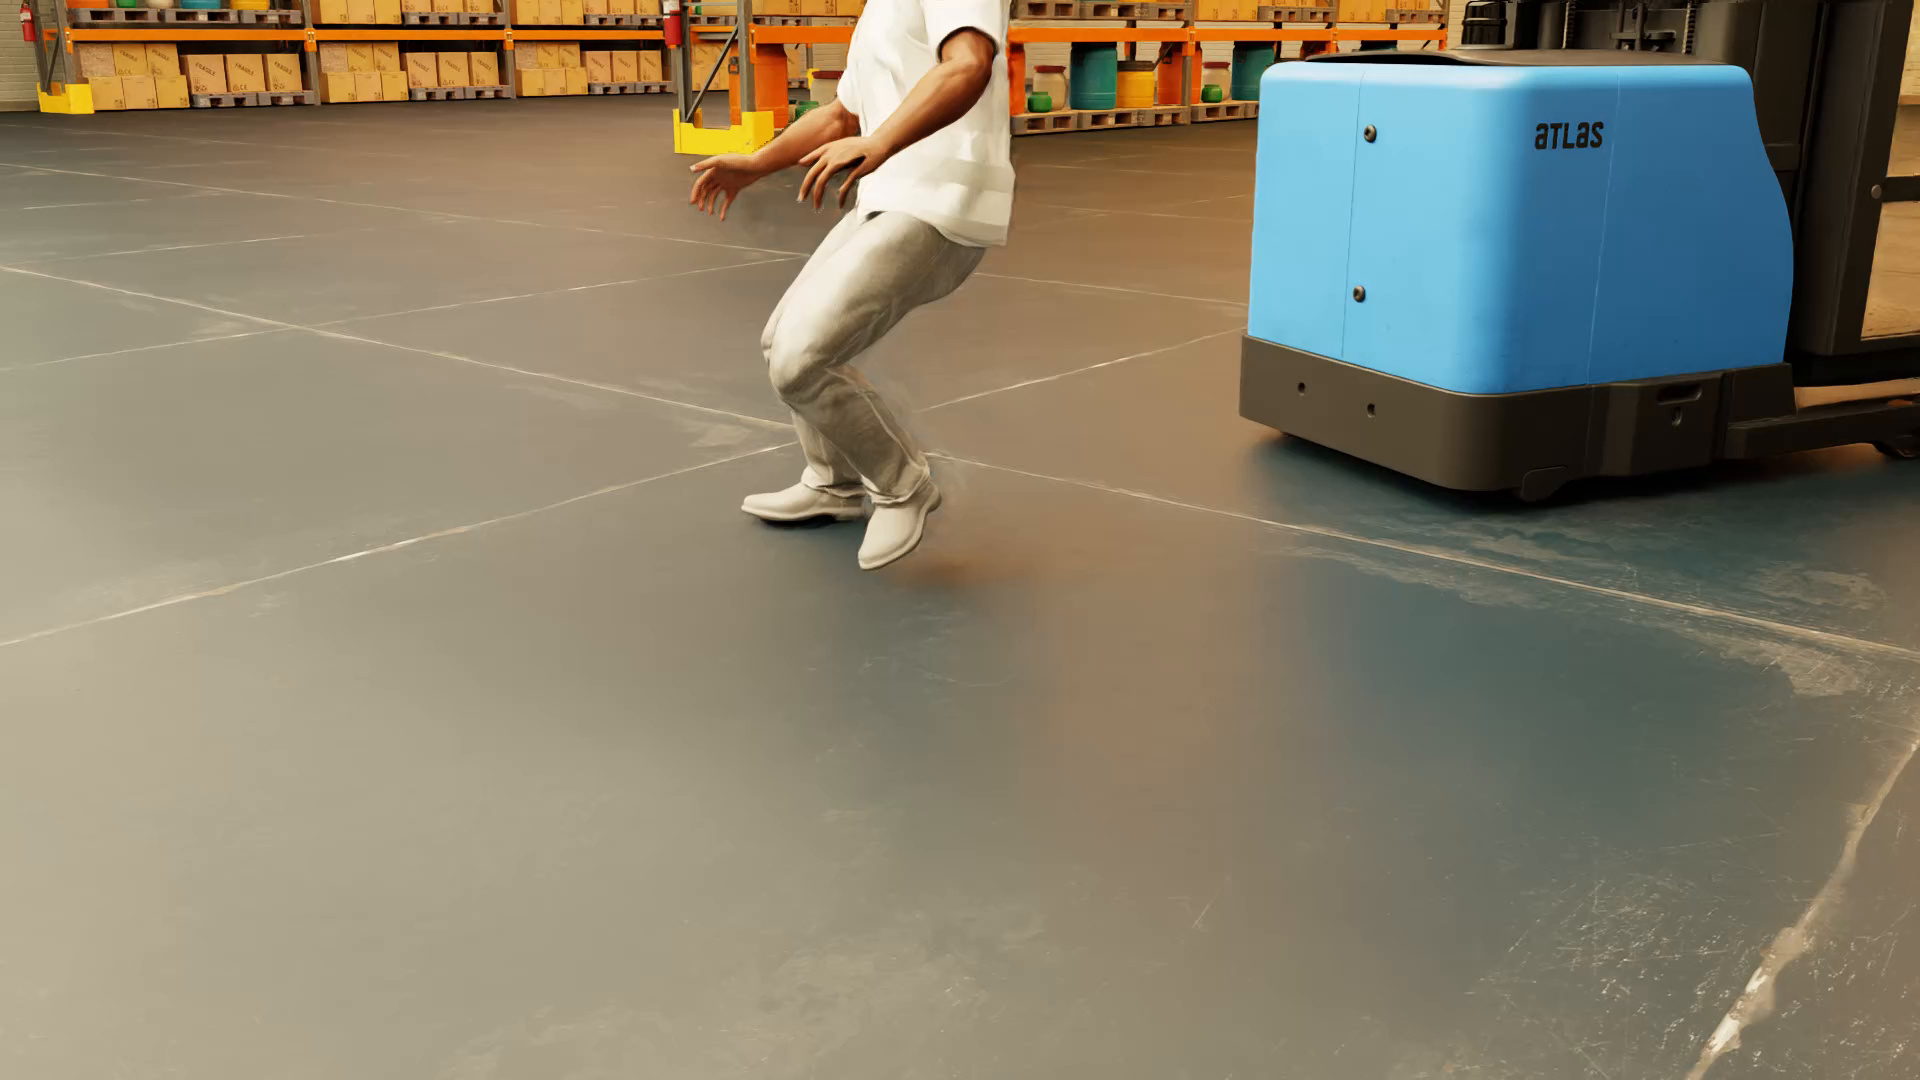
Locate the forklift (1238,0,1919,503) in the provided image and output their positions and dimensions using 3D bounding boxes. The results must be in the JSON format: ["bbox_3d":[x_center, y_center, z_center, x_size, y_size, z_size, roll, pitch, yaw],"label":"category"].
[{"bbox_3d":[2.383,-1.765,4.711,3.031,2.935,1.130,-8,19,-24],"label":"forklift"}]

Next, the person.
[{"bbox_3d":[-0.225,-0.729,3.587,0.645,1.611,0.930,-4,17,-13],"label":"person"}]
